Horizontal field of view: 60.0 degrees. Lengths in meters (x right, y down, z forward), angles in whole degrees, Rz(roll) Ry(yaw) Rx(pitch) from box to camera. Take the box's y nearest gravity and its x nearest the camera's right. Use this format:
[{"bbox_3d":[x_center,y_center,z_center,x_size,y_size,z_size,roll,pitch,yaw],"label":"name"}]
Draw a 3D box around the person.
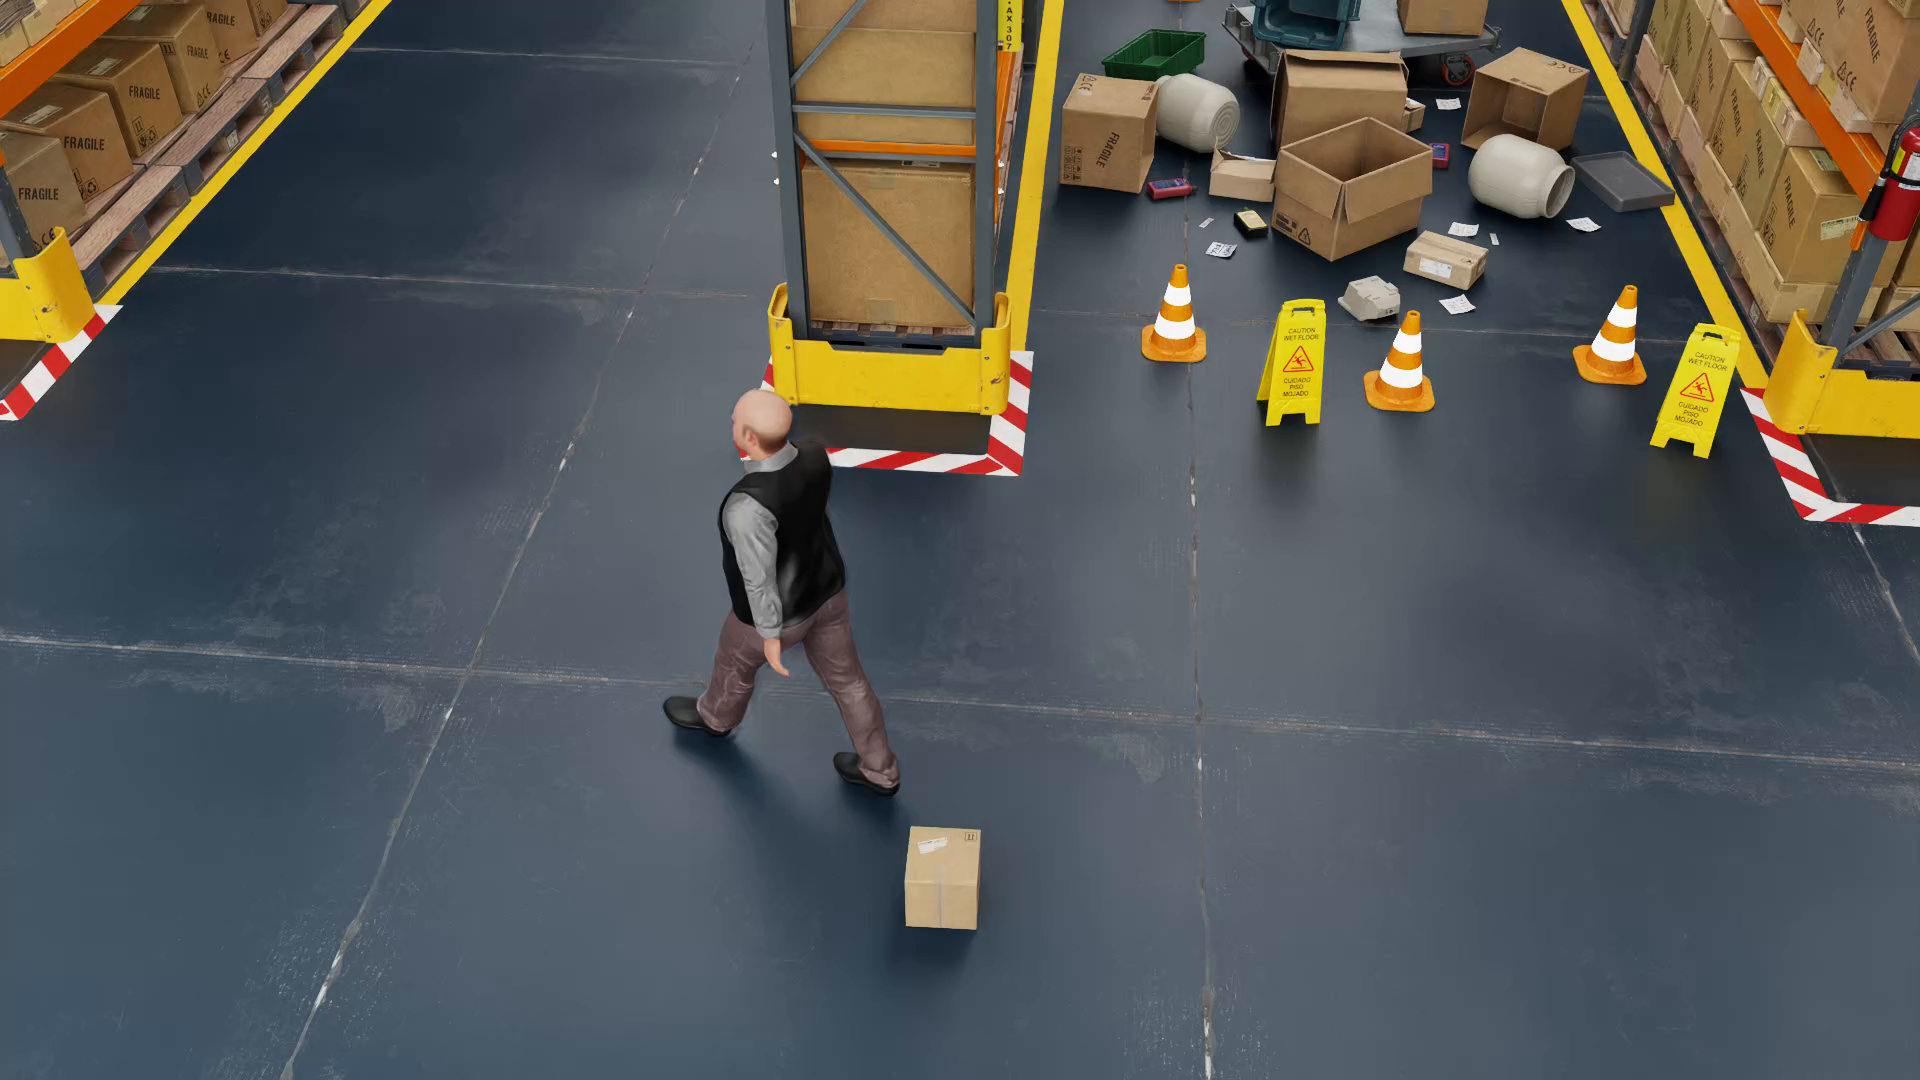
[{"bbox_3d":[-0.657,0.163,5.975,1.033,1.657,0.537,26,46,28],"label":"person"}]
